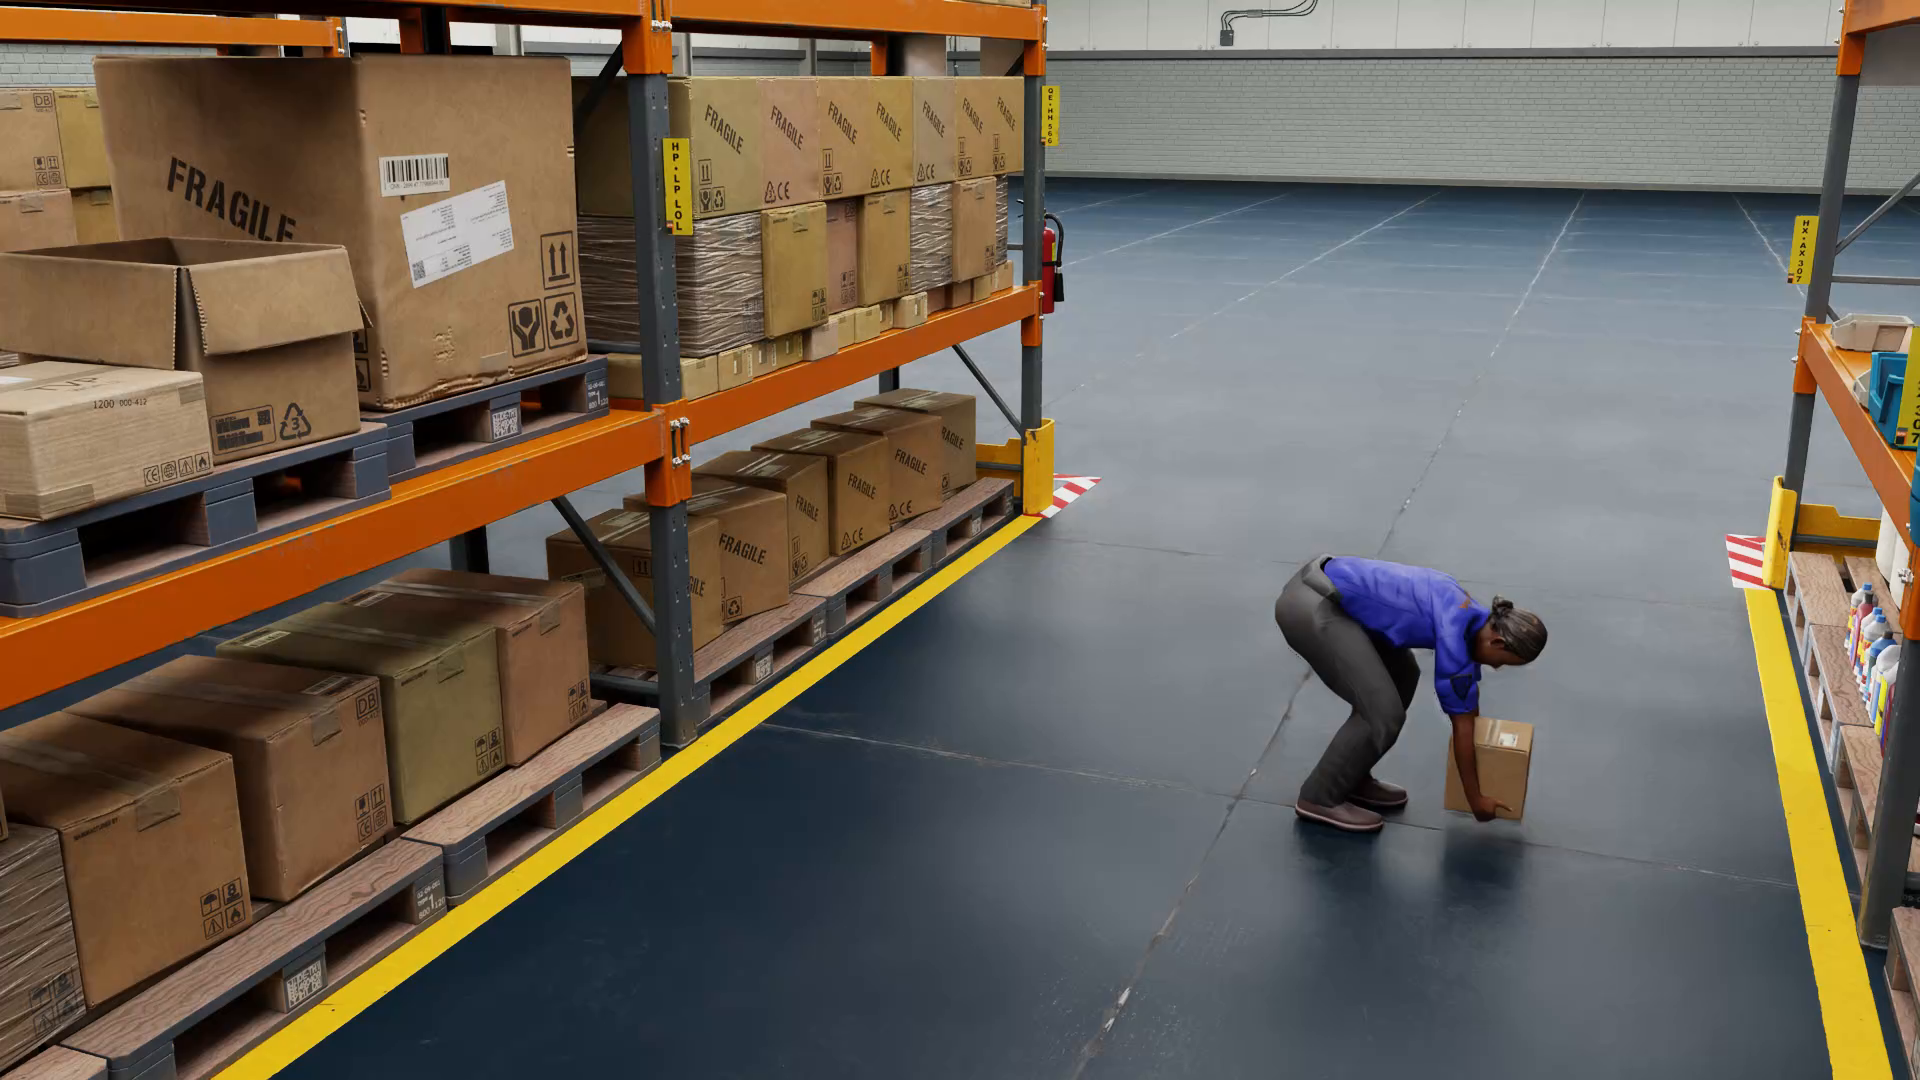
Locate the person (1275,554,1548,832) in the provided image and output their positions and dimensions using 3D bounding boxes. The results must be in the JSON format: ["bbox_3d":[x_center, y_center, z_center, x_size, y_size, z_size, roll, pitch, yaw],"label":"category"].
[{"bbox_3d":[1.493,0.516,5.590,0.870,0.904,0.445,5,16,18],"label":"person"}]
